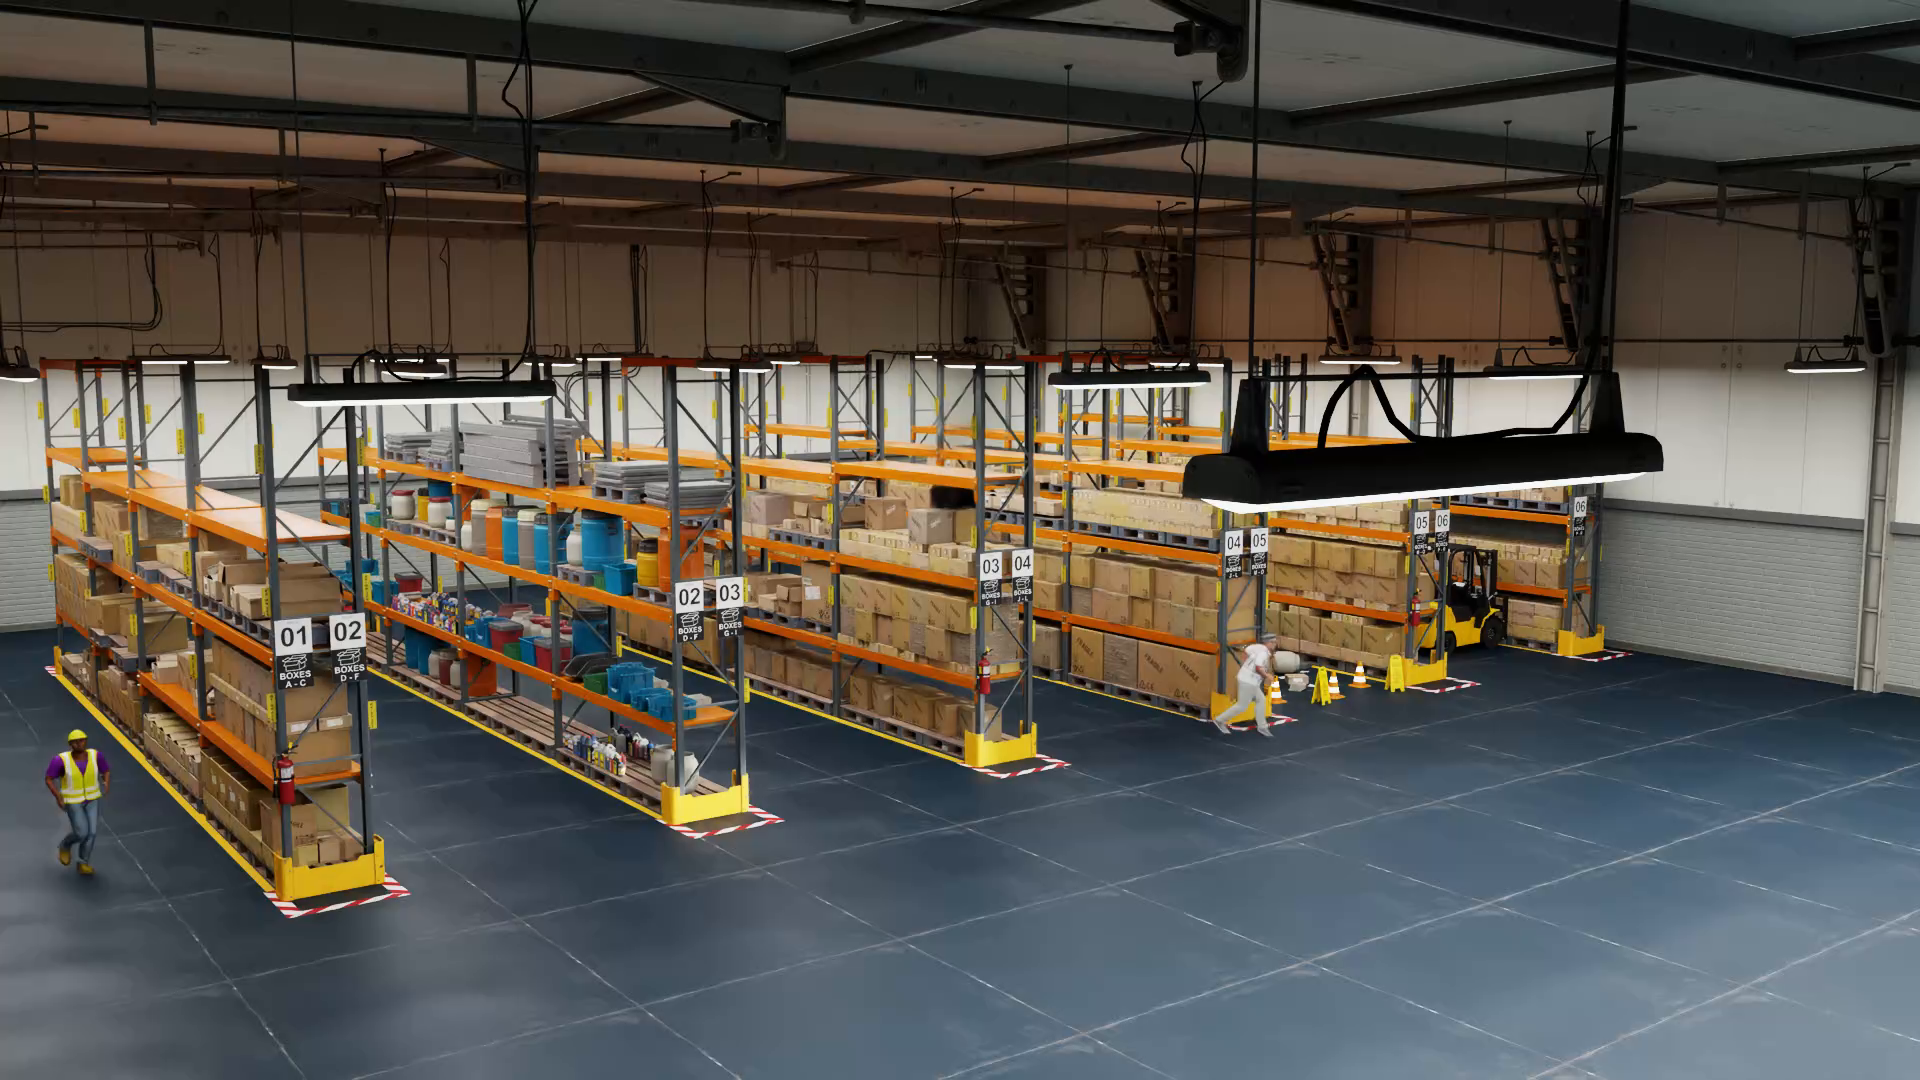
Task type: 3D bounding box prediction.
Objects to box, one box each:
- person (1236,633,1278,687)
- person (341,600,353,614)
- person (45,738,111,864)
[{"bbox_3d":[4.742,1.915,26.525,0.633,0.856,0.668,-1,7,-4],"label":"person"},{"bbox_3d":[-11.317,1.417,30.363,0.654,0.664,0.392,-4,8,-32],"label":"person"},{"bbox_3d":[-10.443,3.096,19.808,0.567,1.625,0.687,6,9,43],"label":"person"}]
